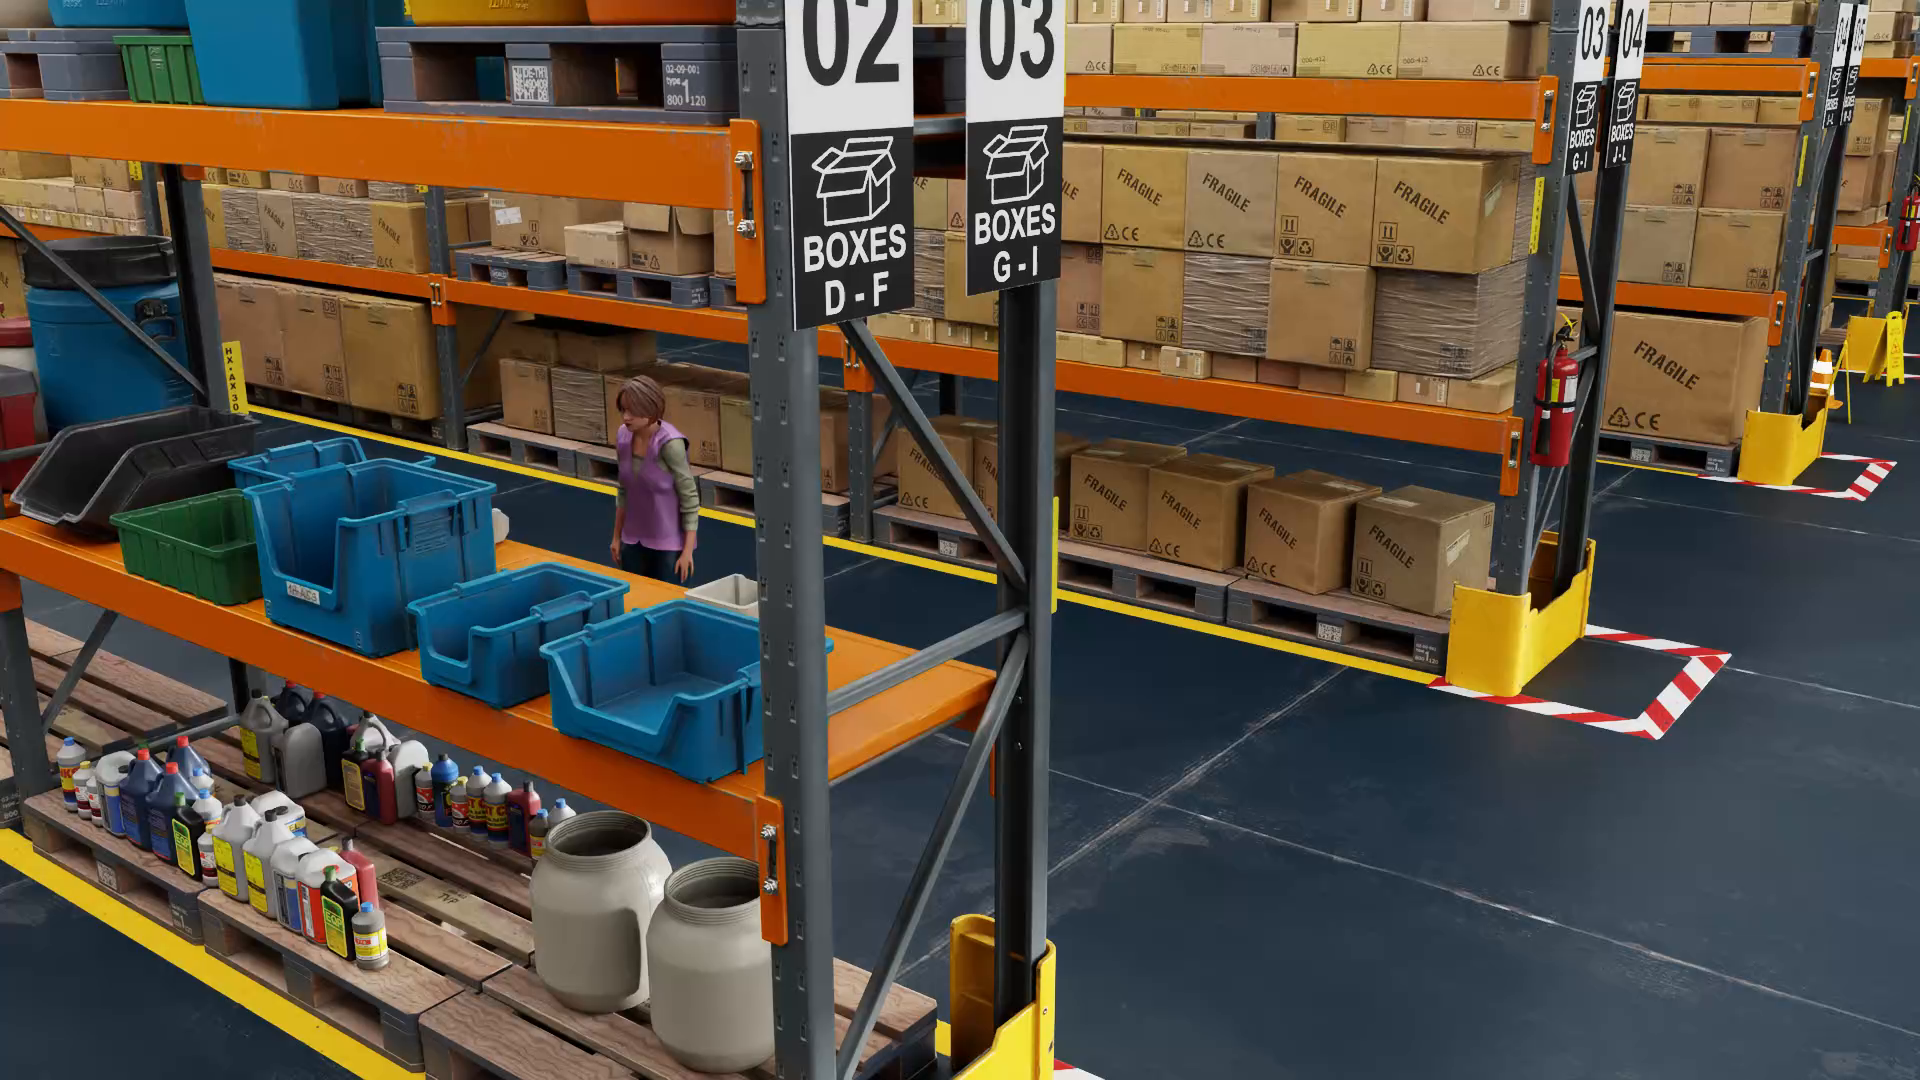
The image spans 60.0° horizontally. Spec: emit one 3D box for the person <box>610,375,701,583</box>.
[{"bbox_3d":[-1.370,0.041,7.426,0.484,1.592,0.330,11,20,31],"label":"person"}]
